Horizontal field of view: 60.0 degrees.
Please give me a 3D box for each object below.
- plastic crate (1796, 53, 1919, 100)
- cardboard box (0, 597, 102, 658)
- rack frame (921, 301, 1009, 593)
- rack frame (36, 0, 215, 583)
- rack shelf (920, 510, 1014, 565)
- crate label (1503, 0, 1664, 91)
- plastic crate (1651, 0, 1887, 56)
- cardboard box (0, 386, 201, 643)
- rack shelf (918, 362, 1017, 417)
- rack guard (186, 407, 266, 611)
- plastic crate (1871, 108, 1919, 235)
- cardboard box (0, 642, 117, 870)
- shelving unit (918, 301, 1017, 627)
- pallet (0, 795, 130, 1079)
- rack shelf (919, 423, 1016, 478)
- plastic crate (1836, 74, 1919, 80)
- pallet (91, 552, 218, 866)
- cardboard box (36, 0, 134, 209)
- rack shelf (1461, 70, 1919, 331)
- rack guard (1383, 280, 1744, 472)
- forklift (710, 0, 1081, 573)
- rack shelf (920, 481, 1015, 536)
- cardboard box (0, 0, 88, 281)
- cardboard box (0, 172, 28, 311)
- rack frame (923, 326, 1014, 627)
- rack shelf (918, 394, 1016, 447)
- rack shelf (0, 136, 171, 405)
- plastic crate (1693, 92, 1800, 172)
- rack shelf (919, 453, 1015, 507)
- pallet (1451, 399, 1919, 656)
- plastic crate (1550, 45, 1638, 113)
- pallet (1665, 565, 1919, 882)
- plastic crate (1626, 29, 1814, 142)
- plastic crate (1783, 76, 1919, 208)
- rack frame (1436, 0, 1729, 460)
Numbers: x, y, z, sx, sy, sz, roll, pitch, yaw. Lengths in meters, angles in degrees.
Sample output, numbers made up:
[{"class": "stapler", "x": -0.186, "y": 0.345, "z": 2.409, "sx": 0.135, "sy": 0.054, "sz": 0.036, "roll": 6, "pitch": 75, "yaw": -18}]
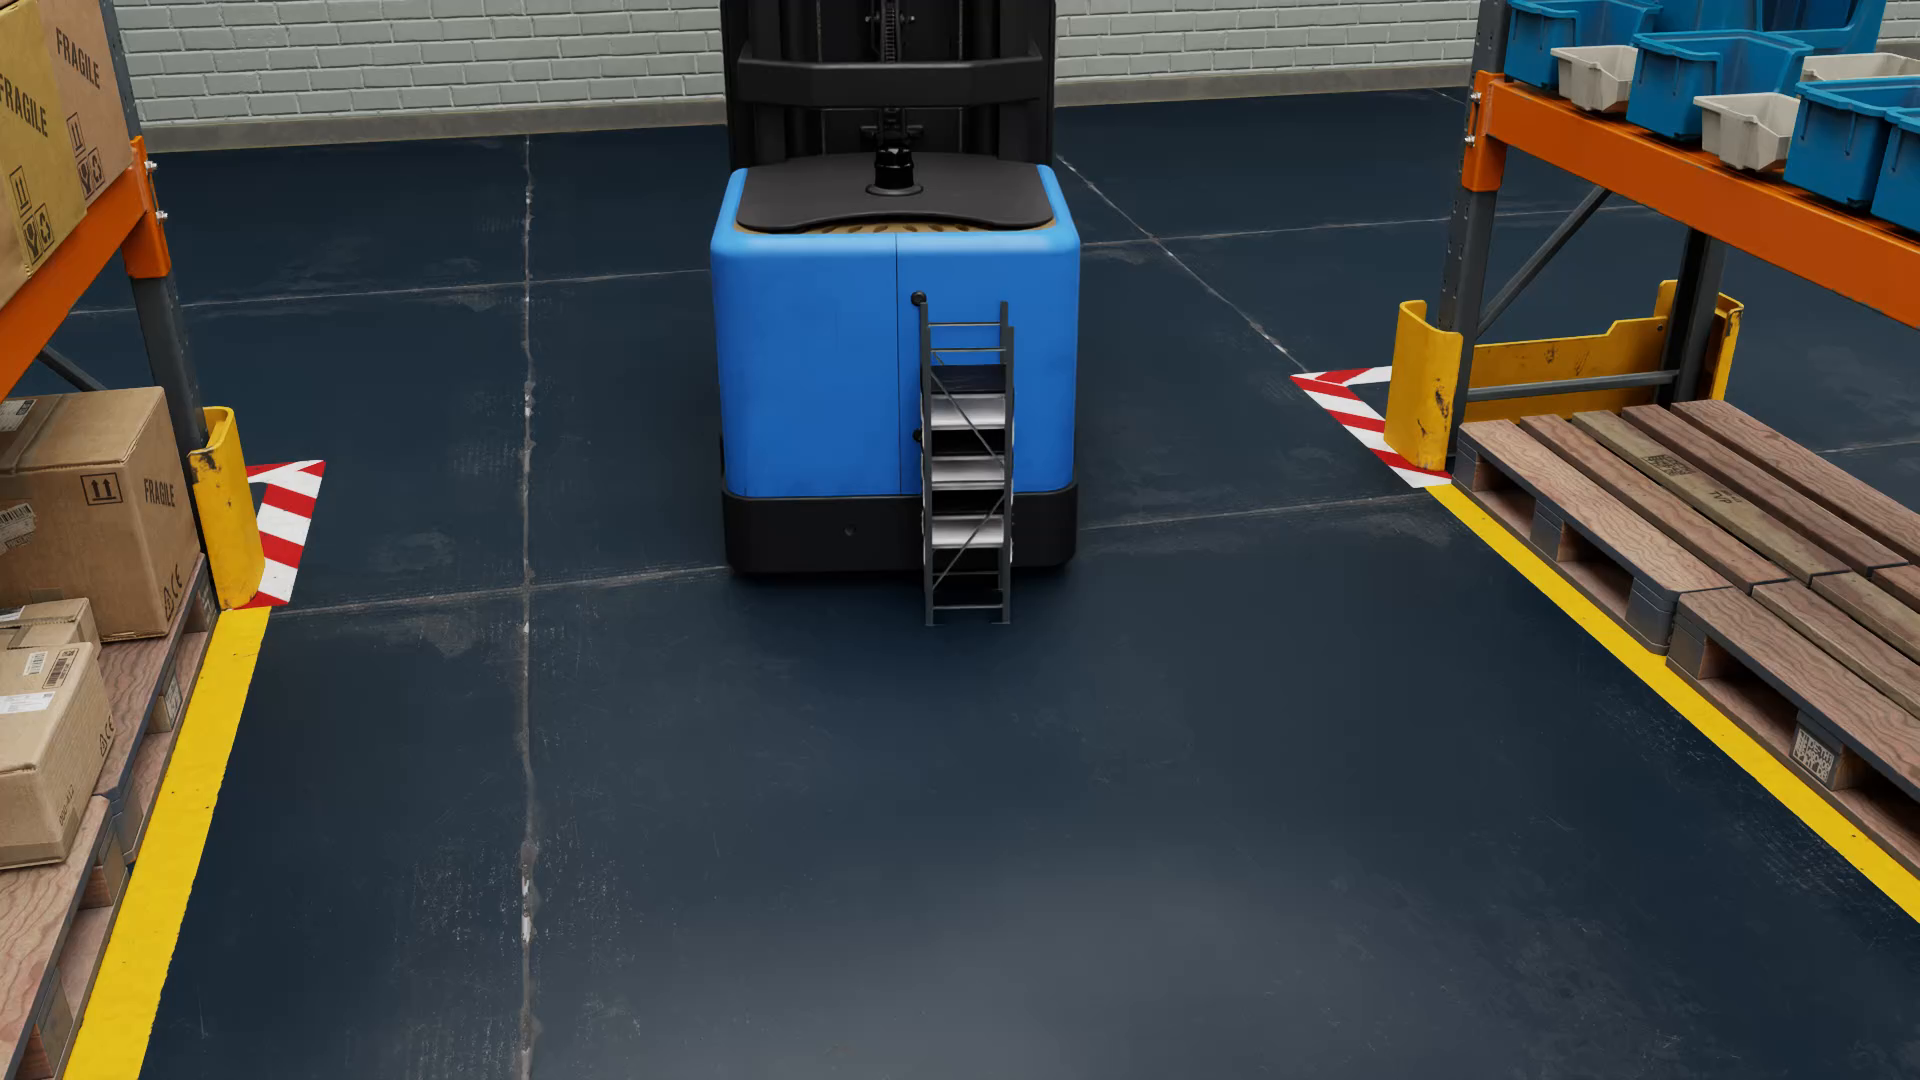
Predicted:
[{"class": "plastic crate", "x": 2.492, "y": -1.263, "z": 4.650, "sx": 0.396, "sy": 0.136, "sz": 0.243, "roll": -6, "pitch": 27, "yaw": -12}, {"class": "cardboard box", "x": -2.329, "y": 0.277, "z": 4.029, "sx": 0.380, "sy": 0.166, "sz": 0.250, "roll": -6, "pitch": 27, "yaw": -12}, {"class": "rack frame", "x": 0.013, "y": -0.248, "z": 4.742, "sx": 0.240, "sy": 0.900, "sz": 0.006, "roll": -1, "pitch": 27, "yaw": -3}, {"class": "rack frame", "x": -2.695, "y": -1.192, "z": 4.283, "sx": 1.000, "sy": 3.000, "sz": 0.127, "roll": -6, "pitch": 27, "yaw": -12}, {"class": "rack shelf", "x": 0.018, "y": -0.012, "z": 4.748, "sx": 0.258, "sy": 0.077, "sz": 0.200, "roll": -1, "pitch": 27, "yaw": -3}, {"class": "crate label", "x": 1.866, "y": -1.504, "z": 5.020, "sx": 0.416, "sy": 0.233, "sz": 0.303, "roll": -6, "pitch": 27, "yaw": -12}, {"class": "plastic crate", "x": 2.389, "y": -1.608, "z": 5.002, "sx": 0.616, "sy": 0.435, "sz": 0.499, "roll": -6, "pitch": 27, "yaw": -12}, {"class": "cardboard box", "x": -2.333, "y": -0.059, "z": 4.324, "sx": 0.500, "sy": 0.500, "sz": 0.500, "roll": -6, "pitch": 27, "yaw": -12}, {"class": "rack shelf", "x": 0.018, "y": -0.413, "z": 4.545, "sx": 0.258, "sy": 0.077, "sz": 0.200, "roll": -1, "pitch": 27, "yaw": -3}, {"class": "rack guard", "x": -2.678, "y": -0.043, "z": 4.781, "sx": 1.175, "sy": 0.500, "sz": 0.348, "roll": -6, "pitch": 27, "yaw": -12}, {"class": "plastic crate", "x": 2.231, "y": -0.794, "z": 3.614, "sx": 0.416, "sy": 0.233, "sz": 0.300, "roll": -6, "pitch": 27, "yaw": -12}, {"class": "cardboard box", "x": -2.148, "y": 0.472, "z": 3.548, "sx": 0.500, "sy": 0.250, "sz": 0.500, "roll": -6, "pitch": 27, "yaw": -12}, {"class": "shelving unit", "x": 0.018, "y": -0.202, "z": 4.651, "sx": 0.258, "sy": 0.900, "sz": 0.210, "roll": -1, "pitch": 27, "yaw": -3}, {"class": "pallet", "x": -2.226, "y": 0.970, "z": 3.094, "sx": 1.003, "sy": 0.211, "sz": 1.213, "roll": -6, "pitch": 27, "yaw": -12}, {"class": "rack shelf", "x": 0.018, "y": -0.253, "z": 4.626, "sx": 0.258, "sy": 0.077, "sz": 0.200, "roll": -1, "pitch": 27, "yaw": -3}, {"class": "plastic crate", "x": 2.543, "y": -1.134, "z": 4.395, "sx": 0.396, "sy": 0.136, "sz": 0.243, "roll": -6, "pitch": 27, "yaw": -12}, {"class": "pallet", "x": -2.498, "y": 0.436, "z": 4.153, "sx": 1.003, "sy": 0.211, "sz": 1.213, "roll": -6, "pitch": 27, "yaw": -12}, {"class": "cardboard box", "x": -2.329, "y": -1.068, "z": 3.926, "sx": 0.500, "sy": 0.500, "sz": 0.500, "roll": -5, "pitch": 27, "yaw": -10}, {"class": "rack shelf", "x": 2.582, "y": -0.495, "z": 3.699, "sx": 1.077, "sy": 0.370, "sz": 4.000, "roll": -6, "pitch": 27, "yaw": -12}, {"class": "rack guard", "x": 2.113, "y": -0.587, "z": 5.858, "sx": 1.175, "sy": 0.500, "sz": 0.348, "roll": -6, "pitch": 27, "yaw": -12}, {"class": "forklift", "x": -0.244, "y": -1.836, "z": 5.635, "sx": 1.130, "sy": 2.935, "sz": 3.031, "roll": -1, "pitch": 27, "yaw": -3}, {"class": "rack shelf", "x": 0.018, "y": -0.092, "z": 4.707, "sx": 0.258, "sy": 0.077, "sz": 0.200, "roll": -1, "pitch": 27, "yaw": -3}, {"class": "cardboard box", "x": -2.209, "y": -0.841, "z": 3.476, "sx": 0.500, "sy": 0.500, "sz": 0.500, "roll": -6, "pitch": 27, "yaw": -11}, {"class": "cardboard box", "x": -2.102, "y": -0.621, "z": 3.041, "sx": 0.500, "sy": 0.500, "sz": 0.500, "roll": -6, "pitch": 27, "yaw": -11}, {"class": "rack frame", "x": 0.023, "y": -0.156, "z": 4.561, "sx": 0.240, "sy": 0.900, "sz": 0.006, "roll": -1, "pitch": 27, "yaw": -3}, {"class": "rack shelf", "x": 0.018, "y": -0.333, "z": 4.585, "sx": 0.258, "sy": 0.077, "sz": 0.200, "roll": -1, "pitch": 27, "yaw": -3}, {"class": "rack shelf", "x": -2.245, "y": 0.007, "z": 2.706, "sx": 1.077, "sy": 0.370, "sz": 4.000, "roll": -6, "pitch": 27, "yaw": -12}, {"class": "plastic crate", "x": 2.011, "y": -1.014, "z": 4.156, "sx": 0.250, "sy": 0.136, "sz": 0.298, "roll": -6, "pitch": 27, "yaw": -12}, {"class": "rack shelf", "x": 0.018, "y": -0.172, "z": 4.666, "sx": 0.258, "sy": 0.077, "sz": 0.200, "roll": -1, "pitch": 27, "yaw": -3}, {"class": "pallet", "x": 2.280, "y": -0.083, "z": 5.180, "sx": 1.003, "sy": 0.211, "sz": 1.213, "roll": -6, "pitch": 27, "yaw": -12}, {"class": "plastic crate", "x": 1.858, "y": -1.312, "z": 4.746, "sx": 0.250, "sy": 0.136, "sz": 0.298, "roll": -6, "pitch": 27, "yaw": -12}, {"class": "pallet", "x": 2.551, "y": 0.452, "z": 4.121, "sx": 1.003, "sy": 0.211, "sz": 1.213, "roll": -6, "pitch": 27, "yaw": -12}, {"class": "plastic crate", "x": 2.015, "y": -1.215, "z": 4.447, "sx": 0.416, "sy": 0.233, "sz": 0.300, "roll": -6, "pitch": 27, "yaw": -12}, {"class": "plastic crate", "x": 2.163, "y": -0.926, "z": 3.875, "sx": 0.416, "sy": 0.233, "sz": 0.300, "roll": -6, "pitch": 27, "yaw": -12}, {"class": "rack frame", "x": 2.132, "y": -1.694, "z": 5.277, "sx": 1.000, "sy": 3.000, "sz": 0.127, "roll": -6, "pitch": 27, "yaw": -12}]
